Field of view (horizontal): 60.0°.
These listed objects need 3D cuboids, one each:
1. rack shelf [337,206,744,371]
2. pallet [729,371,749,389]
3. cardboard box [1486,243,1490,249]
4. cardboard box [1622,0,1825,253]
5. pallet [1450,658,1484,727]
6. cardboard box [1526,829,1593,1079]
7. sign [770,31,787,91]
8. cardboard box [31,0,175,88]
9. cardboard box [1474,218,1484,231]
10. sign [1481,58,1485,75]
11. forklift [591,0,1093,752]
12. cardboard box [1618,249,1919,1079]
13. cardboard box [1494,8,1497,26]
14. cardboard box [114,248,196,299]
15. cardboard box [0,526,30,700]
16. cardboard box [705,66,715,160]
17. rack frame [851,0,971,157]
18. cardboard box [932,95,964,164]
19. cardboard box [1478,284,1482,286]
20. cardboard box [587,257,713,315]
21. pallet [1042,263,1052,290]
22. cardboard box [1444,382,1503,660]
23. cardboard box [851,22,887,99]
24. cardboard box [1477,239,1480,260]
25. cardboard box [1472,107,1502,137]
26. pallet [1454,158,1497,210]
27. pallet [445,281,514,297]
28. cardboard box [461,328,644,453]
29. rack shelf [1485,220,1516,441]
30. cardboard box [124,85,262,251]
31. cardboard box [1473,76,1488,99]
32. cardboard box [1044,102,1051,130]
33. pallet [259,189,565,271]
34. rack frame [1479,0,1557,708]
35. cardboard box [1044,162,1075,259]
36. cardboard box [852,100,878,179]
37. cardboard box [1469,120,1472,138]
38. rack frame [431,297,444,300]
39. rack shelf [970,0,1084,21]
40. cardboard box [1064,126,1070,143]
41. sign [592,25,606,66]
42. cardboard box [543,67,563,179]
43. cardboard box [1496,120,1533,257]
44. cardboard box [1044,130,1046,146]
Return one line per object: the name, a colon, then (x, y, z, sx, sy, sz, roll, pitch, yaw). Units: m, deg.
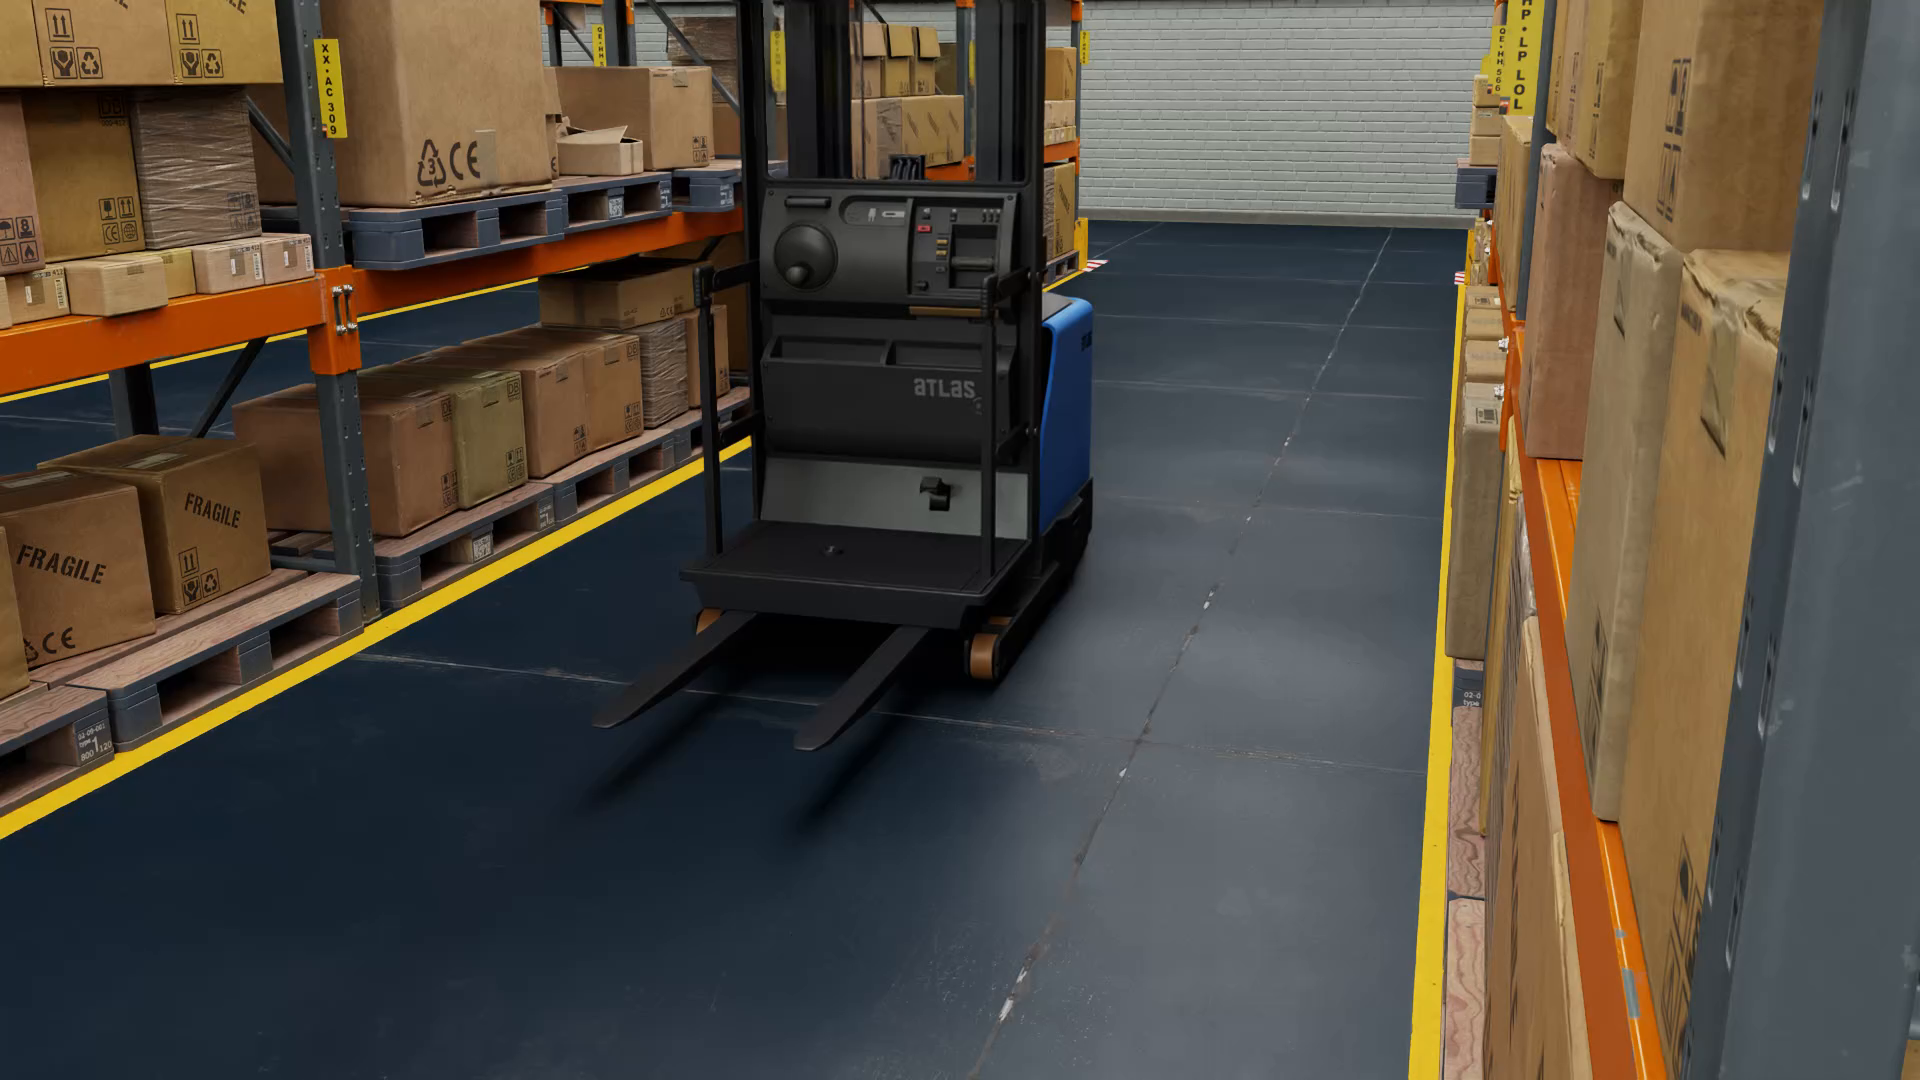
rack shelf: (-2.112, -1.346, 7.896, 1.077, 0.370, 4.000, 5, 16, 16)
pallet: (-1.248, -1.074, 10.730, 1.003, 0.211, 1.213, 5, 16, 16)
cardboard box: (3.418, -1.628, 10.011, 0.500, 0.250, 0.500, 5, 17, 17)
cardboard box: (1.120, -0.548, 1.511, 0.875, 0.550, 0.550, 5, 16, 16)
pallet: (2.193, 0.376, 5.617, 1.003, 0.211, 1.213, 5, 16, 16)
cardboard box: (1.039, 0.926, 1.690, 0.875, 0.875, 0.875, 5, 17, 16)
sign: (-1.021, -2.695, 9.356, 0.100, 0.325, 0.005, 5, 16, 16)
cardboard box: (-2.686, -1.571, 4.810, 0.500, 0.500, 0.500, 5, 16, 16)
cardboard box: (4.982, -2.903, 15.432, 0.380, 0.149, 0.250, 4, 16, 13)
sign: (4.936, -4.356, 15.602, 0.100, 0.325, 0.005, 5, 16, 16)
forklift: (-0.313, -1.049, 5.656, 1.130, 2.935, 3.031, 4, 16, 15)
cardboard box: (0.971, 0.116, 1.148, 0.875, 0.550, 0.550, 5, 16, 16)
cardboard box: (4.336, -3.803, 12.678, 0.500, 0.500, 0.500, 4, 16, 14)
cardboard box: (-2.669, -0.843, 5.266, 0.380, 0.149, 0.250, 5, 16, 16)
cardboard box: (-3.089, 0.252, 4.754, 0.500, 0.500, 0.500, 3, 16, 11)
cardboard box: (-1.659, -2.321, 9.063, 0.500, 0.500, 0.500, 3, 16, 9)
rack frame: (-0.407, -3.262, 13.332, 1.000, 3.000, 0.127, 5, 16, 16)
cardboard box: (-0.278, -3.166, 12.812, 0.500, 0.500, 0.500, 5, 16, 16)
cardboard box: (3.405, -1.271, 10.126, 0.500, 0.500, 0.500, 4, 16, 13)
cardboard box: (-1.706, -1.408, 9.195, 0.500, 0.250, 0.500, 5, 17, 18)
pallet: (0.229, -2.433, 15.522, 1.003, 0.211, 1.213, 5, 16, 16)
cardboard box: (2.136, -0.047, 5.351, 1.050, 0.750, 0.750, 5, 16, 16)
cardboard box: (-0.949, -3.282, 11.383, 0.797, 0.503, 0.637, 5, 17, 18)
cardboard box: (4.406, -2.356, 13.504, 0.380, 0.149, 0.250, 4, 16, 13)
cardboard box: (2.887, -2.193, 8.710, 0.380, 0.149, 0.250, 5, 17, 17)
pallet: (3.283, -1.907, 8.906, 1.213, 0.211, 1.003, 5, 16, 16)
pallet: (-4.984, -2.500, 15.756, 1.003, 0.211, 1.213, 5, 16, 16)
cardboard box: (-2.015, -0.753, 8.260, 0.700, 0.500, 0.500, 6, 17, 21)
rack shelf: (2.614, -0.935, 6.447, 1.077, 0.370, 4.000, 5, 16, 16)
cardboard box: (-2.868, -1.247, 5.501, 0.875, 0.500, 0.500, 5, 16, 16)
cardboard box: (3.103, -2.540, 9.386, 0.380, 0.149, 0.250, 5, 17, 18)
cardboard box: (0.557, -3.966, 15.545, 0.500, 0.250, 0.500, 4, 16, 14)
pallet: (-2.324, -1.265, 6.644, 1.003, 0.211, 1.213, 5, 16, 16)
rack frame: (2.046, -0.758, 4.504, 1.000, 3.000, 0.127, 5, 16, 16)
cardboard box: (0.624, -3.314, 16.642, 0.875, 0.875, 0.875, 5, 16, 16)
cardboard box: (-0.858, -2.639, 10.953, 0.500, 0.500, 0.500, 4, 16, 15)
cardboard box: (3.766, -2.864, 11.622, 0.380, 0.149, 0.250, 4, 16, 13)
rack frame: (-5.156, -3.646, 14.686, 1.000, 3.000, 0.127, 5, 16, 16)
rack shelf: (0.161, -4.882, 14.866, 1.077, 0.370, 4.000, 5, 16, 16)
cardboard box: (0.872, -4.001, 16.397, 0.380, 0.149, 0.250, 5, 17, 16)
sign: (-2.077, -2.814, 9.633, 0.100, 0.325, 0.005, 5, 16, 16)
cardboard box: (-2.277, -1.881, 7.506, 0.797, 0.503, 0.637, 6, 17, 22)
cardboard box: (2.367, -1.360, 6.446, 0.500, 0.500, 0.500, 4, 16, 15)
cardboard box: (0.582, -3.733, 15.456, 0.380, 0.149, 0.250, 5, 16, 16)
